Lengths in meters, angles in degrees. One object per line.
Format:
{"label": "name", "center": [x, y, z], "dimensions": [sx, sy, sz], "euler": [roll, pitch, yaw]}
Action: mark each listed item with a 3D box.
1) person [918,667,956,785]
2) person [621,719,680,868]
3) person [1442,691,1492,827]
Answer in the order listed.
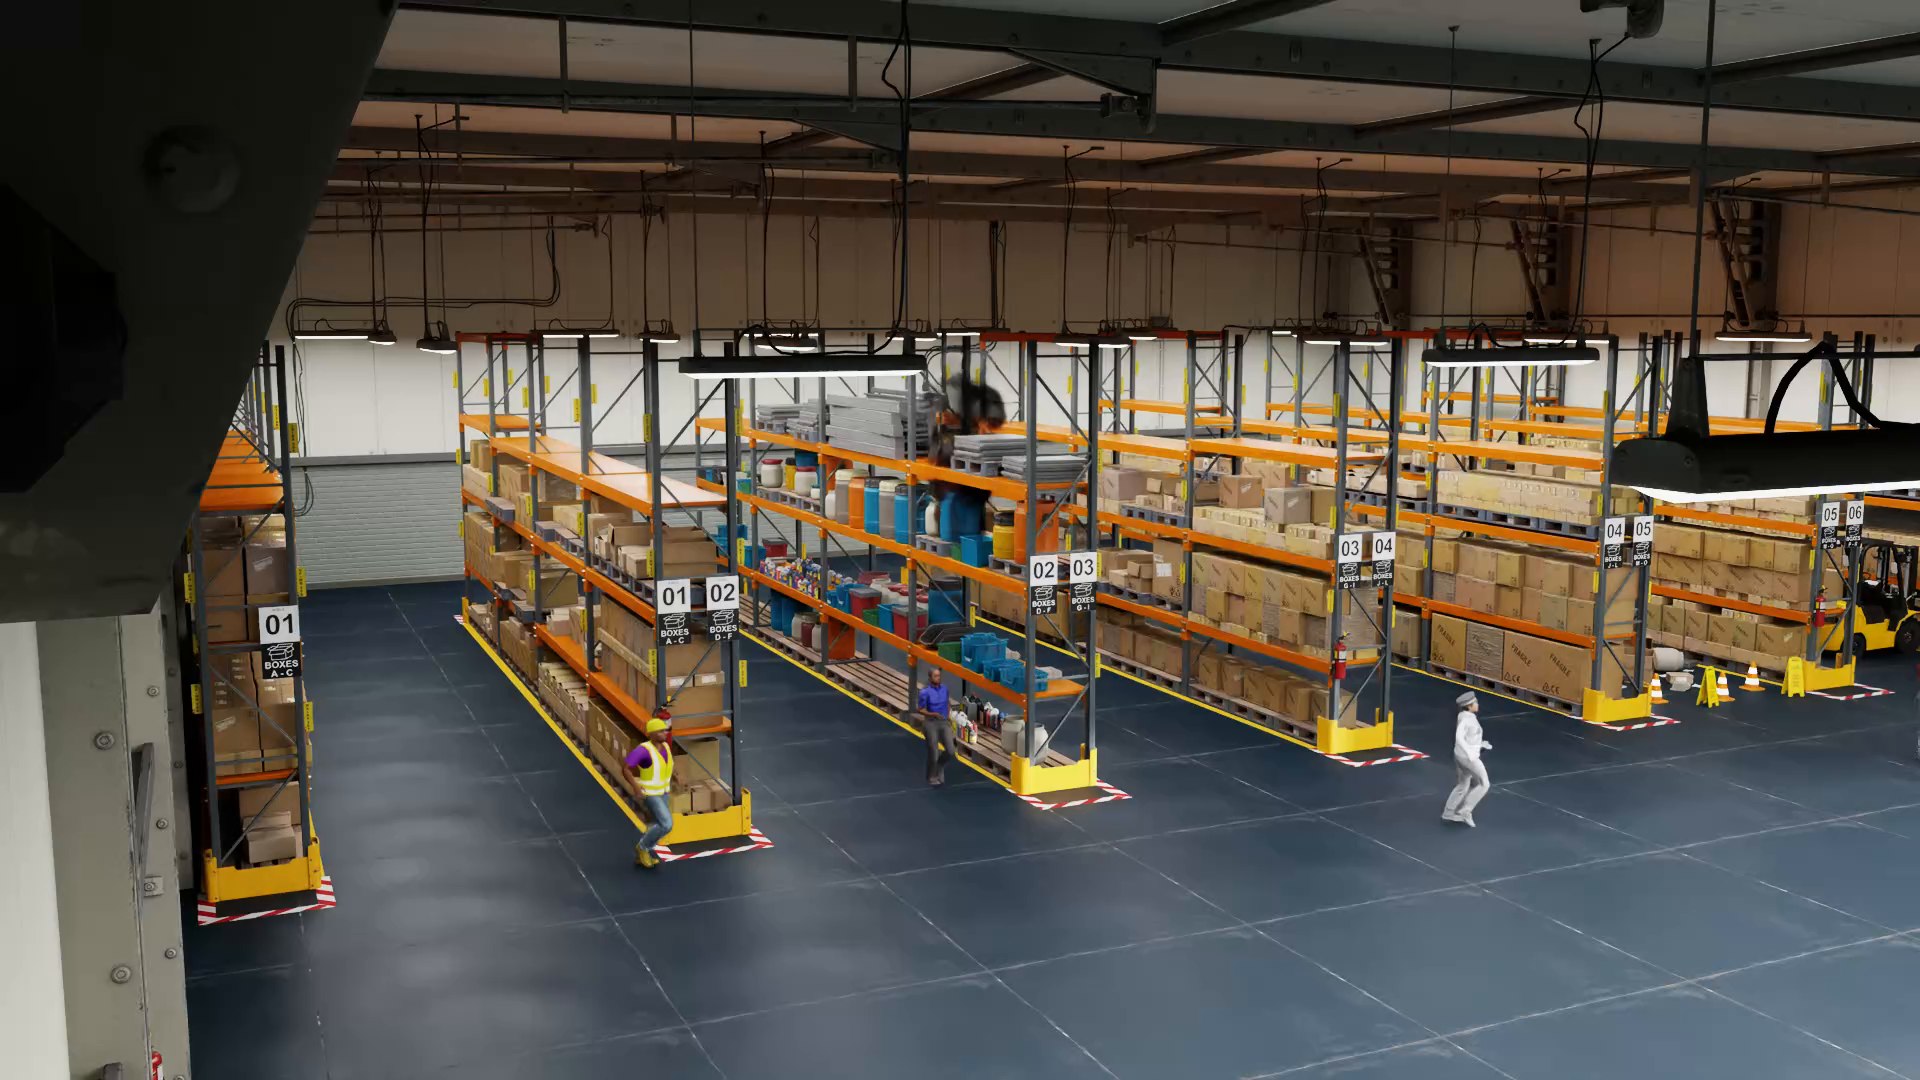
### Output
{"label": "person", "center": [-0.275, 2.520, 22.333], "dimensions": [0.563, 1.618, 0.572], "euler": [-4, 9, -29]}
{"label": "person", "center": [-3.496, 2.902, 19.122], "dimensions": [0.564, 1.718, 0.700], "euler": [3, 8, 22]}
{"label": "person", "center": [6.331, 2.736, 20.712], "dimensions": [0.582, 1.721, 0.613], "euler": [0, 8, 3]}
